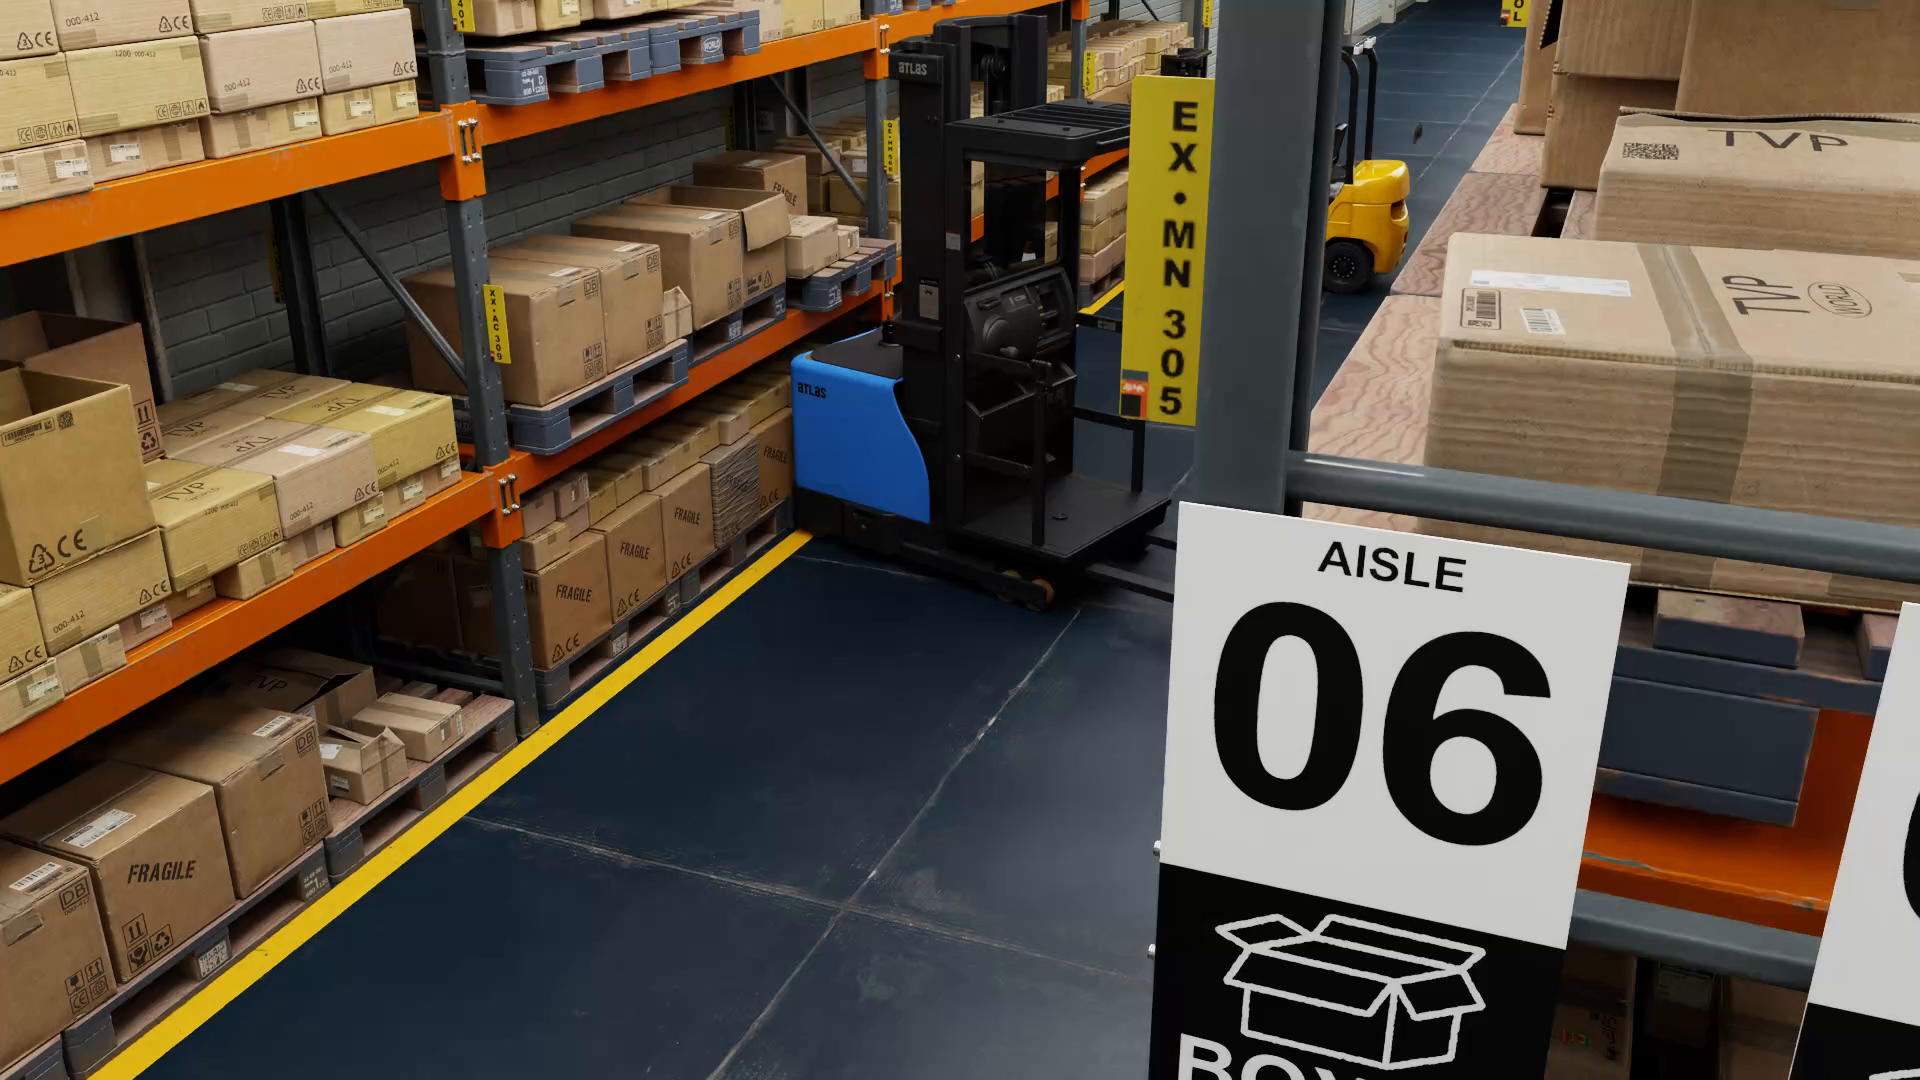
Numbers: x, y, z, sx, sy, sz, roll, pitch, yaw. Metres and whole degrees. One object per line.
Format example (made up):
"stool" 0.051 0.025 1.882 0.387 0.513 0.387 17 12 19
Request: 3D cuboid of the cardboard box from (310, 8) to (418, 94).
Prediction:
"cardboard box" -2.369 -1.810 6.108 0.500 0.250 0.500 9 24 20

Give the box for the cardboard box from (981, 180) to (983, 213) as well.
"cardboard box" 0.026 -2.602 12.283 0.500 0.250 0.500 10 25 22

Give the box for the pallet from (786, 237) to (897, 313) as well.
"pallet" -1.123 -1.657 10.073 1.213 0.211 1.003 9 24 20

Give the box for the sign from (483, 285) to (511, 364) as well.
"sign" -1.915 -0.891 6.868 0.100 0.325 0.005 9 24 20

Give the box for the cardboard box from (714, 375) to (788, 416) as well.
"cardboard box" -1.236 -0.846 9.741 0.380 0.149 0.250 10 24 22

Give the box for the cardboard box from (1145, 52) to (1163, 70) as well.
"cardboard box" 1.713 -4.579 15.850 0.380 0.149 0.250 9 24 20

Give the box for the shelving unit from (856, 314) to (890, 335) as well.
"shelving unit" -0.483 -0.867 10.462 0.252 1.050 0.215 -18 29 -37

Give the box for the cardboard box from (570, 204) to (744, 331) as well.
"cardboard box" -1.551 -1.414 8.568 0.700 0.500 0.500 9 24 20

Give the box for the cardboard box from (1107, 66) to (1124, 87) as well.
"cardboard box" 1.238 -4.119 14.748 0.380 0.149 0.250 9 24 21

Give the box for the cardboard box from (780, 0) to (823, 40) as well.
"cardboard box" -1.088 -2.914 9.138 0.500 0.250 0.500 9 24 20

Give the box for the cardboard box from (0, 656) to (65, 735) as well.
"cardboard box" -3.006 0.449 5.110 0.380 0.149 0.250 8 24 19

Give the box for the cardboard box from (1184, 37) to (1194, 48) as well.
"cardboard box" 2.167 -5.042 16.957 0.380 0.149 0.250 9 24 21

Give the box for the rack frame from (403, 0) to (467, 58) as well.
"rack frame" -2.422 -3.335 6.058 1.000 3.000 0.127 9 24 20

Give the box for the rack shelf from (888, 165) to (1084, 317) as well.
"rack shelf" -0.193 -2.382 12.493 1.077 0.370 4.000 9 24 20

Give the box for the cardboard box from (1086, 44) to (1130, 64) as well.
"cardboard box" 1.305 -4.357 14.931 0.380 0.149 0.250 8 24 19

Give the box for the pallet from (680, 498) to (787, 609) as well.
"pallet" -1.703 -0.014 9.510 1.003 0.211 1.213 9 24 20

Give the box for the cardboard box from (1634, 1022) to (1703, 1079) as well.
"cardboard box" 1.145 0.936 2.191 0.500 0.500 0.500 8 24 19

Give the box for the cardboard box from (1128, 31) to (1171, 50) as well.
"cardboard box" 1.808 -4.807 16.010 0.380 0.149 0.250 9 24 21

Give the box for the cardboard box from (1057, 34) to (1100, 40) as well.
"cardboard box" 1.111 -4.704 15.763 0.380 0.149 0.250 9 24 20

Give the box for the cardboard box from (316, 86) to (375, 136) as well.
"cardboard box" -2.375 -1.576 6.066 0.380 0.149 0.250 9 24 20

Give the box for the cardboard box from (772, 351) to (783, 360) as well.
"cardboard box" -1.353 -0.927 10.777 0.500 0.500 0.500 10 25 22

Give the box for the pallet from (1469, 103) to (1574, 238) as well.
"pallet" 1.874 -0.909 4.258 1.003 0.211 1.213 9 24 20

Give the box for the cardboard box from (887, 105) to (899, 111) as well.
"cardboard box" -0.390 -3.141 12.406 0.380 0.149 0.250 9 24 21

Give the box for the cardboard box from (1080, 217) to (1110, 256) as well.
"cardboard box" 1.016 -2.714 14.729 0.500 0.250 0.500 9 24 20

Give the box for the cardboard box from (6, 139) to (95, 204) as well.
"cardboard box" -2.826 -1.108 4.946 0.380 0.149 0.250 9 24 21

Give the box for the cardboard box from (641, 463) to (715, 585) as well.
"cardboard box" -1.655 -0.118 8.838 0.500 0.500 0.500 8 24 18

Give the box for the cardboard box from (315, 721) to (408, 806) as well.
"cardboard box" -2.489 0.871 6.776 0.396 0.266 0.258 10 25 22

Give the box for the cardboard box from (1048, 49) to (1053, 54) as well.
"cardboard box" 0.605 -4.250 14.675 0.380 0.149 0.250 9 24 20

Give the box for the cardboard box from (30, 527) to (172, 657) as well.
"cardboard box" -2.947 0.125 5.368 0.500 0.250 0.500 8 24 19

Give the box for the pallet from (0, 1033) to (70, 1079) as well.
"pallet" -3.584 1.839 5.073 1.003 0.211 1.213 9 24 20

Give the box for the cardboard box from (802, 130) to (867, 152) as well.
"cardboard box" -0.857 -2.682 11.308 0.380 0.149 0.250 9 24 20

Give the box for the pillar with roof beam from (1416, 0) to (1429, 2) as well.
"pillar with roof beam" 16.080 -17.628 40.277 9.100 9.000 0.400 9 24 20

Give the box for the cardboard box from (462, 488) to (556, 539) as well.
"cardboard box" -2.098 -0.142 7.670 0.380 0.149 0.250 8 24 19

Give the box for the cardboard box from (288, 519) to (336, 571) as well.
"cardboard box" -2.579 -0.017 6.226 0.380 0.149 0.250 9 24 21

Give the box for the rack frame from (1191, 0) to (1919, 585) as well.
"rack frame" 0.702 -1.194 0.933 1.000 3.000 0.127 9 24 20

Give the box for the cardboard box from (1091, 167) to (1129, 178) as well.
"cardboard box" 1.394 -3.305 15.496 0.500 0.250 0.500 10 25 22

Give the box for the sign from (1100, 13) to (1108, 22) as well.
"sign" 1.522 -5.378 17.508 0.100 0.325 0.005 9 24 20

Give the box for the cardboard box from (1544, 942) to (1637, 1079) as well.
"cardboard box" 0.649 0.610 2.128 0.380 0.149 0.250 9 24 21

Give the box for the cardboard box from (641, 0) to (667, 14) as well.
"cardboard box" -1.565 -2.490 7.580 0.380 0.149 0.250 8 24 19

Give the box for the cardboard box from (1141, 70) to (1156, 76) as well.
"cardboard box" 1.528 -4.144 15.649 0.500 0.500 0.500 9 24 20

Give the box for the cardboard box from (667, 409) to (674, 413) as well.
"cardboard box" -1.850 -0.725 9.451 0.380 0.149 0.250 9 24 20

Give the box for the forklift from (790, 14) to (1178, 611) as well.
"forklift" 0.497 -1.207 8.838 3.031 2.935 1.130 16 28 34

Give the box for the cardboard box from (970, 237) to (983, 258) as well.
"cardboard box" 0.071 -2.062 13.332 0.875 0.625 0.625 9 24 20

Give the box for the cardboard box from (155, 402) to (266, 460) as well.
"cardboard box" -3.037 -0.315 6.422 0.500 0.250 0.500 9 24 20

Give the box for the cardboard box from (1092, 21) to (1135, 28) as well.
"cardboard box" 1.555 -5.168 16.872 0.380 0.149 0.250 10 25 22

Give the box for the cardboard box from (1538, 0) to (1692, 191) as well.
"cardboard box" 1.717 -1.042 3.651 0.797 0.503 0.637 11 25 24

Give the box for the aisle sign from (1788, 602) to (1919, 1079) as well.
"aisle sign" 0.945 0.442 1.427 0.394 0.787 0.004 9 24 20

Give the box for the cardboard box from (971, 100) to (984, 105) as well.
"cardboard box" 0.280 -3.248 12.662 0.380 0.149 0.250 8 24 19

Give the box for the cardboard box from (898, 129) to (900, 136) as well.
"cardboard box" -0.289 -2.702 11.355 0.380 0.149 0.250 9 24 21

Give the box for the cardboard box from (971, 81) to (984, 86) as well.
"cardboard box" 0.220 -3.680 13.696 0.380 0.149 0.250 8 24 19

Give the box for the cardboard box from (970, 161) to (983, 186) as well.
"cardboard box" -0.146 -2.647 11.741 0.500 0.250 0.500 8 24 19

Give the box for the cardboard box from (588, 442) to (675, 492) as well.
"cardboard box" -1.709 -0.384 8.634 0.380 0.149 0.250 9 24 20
